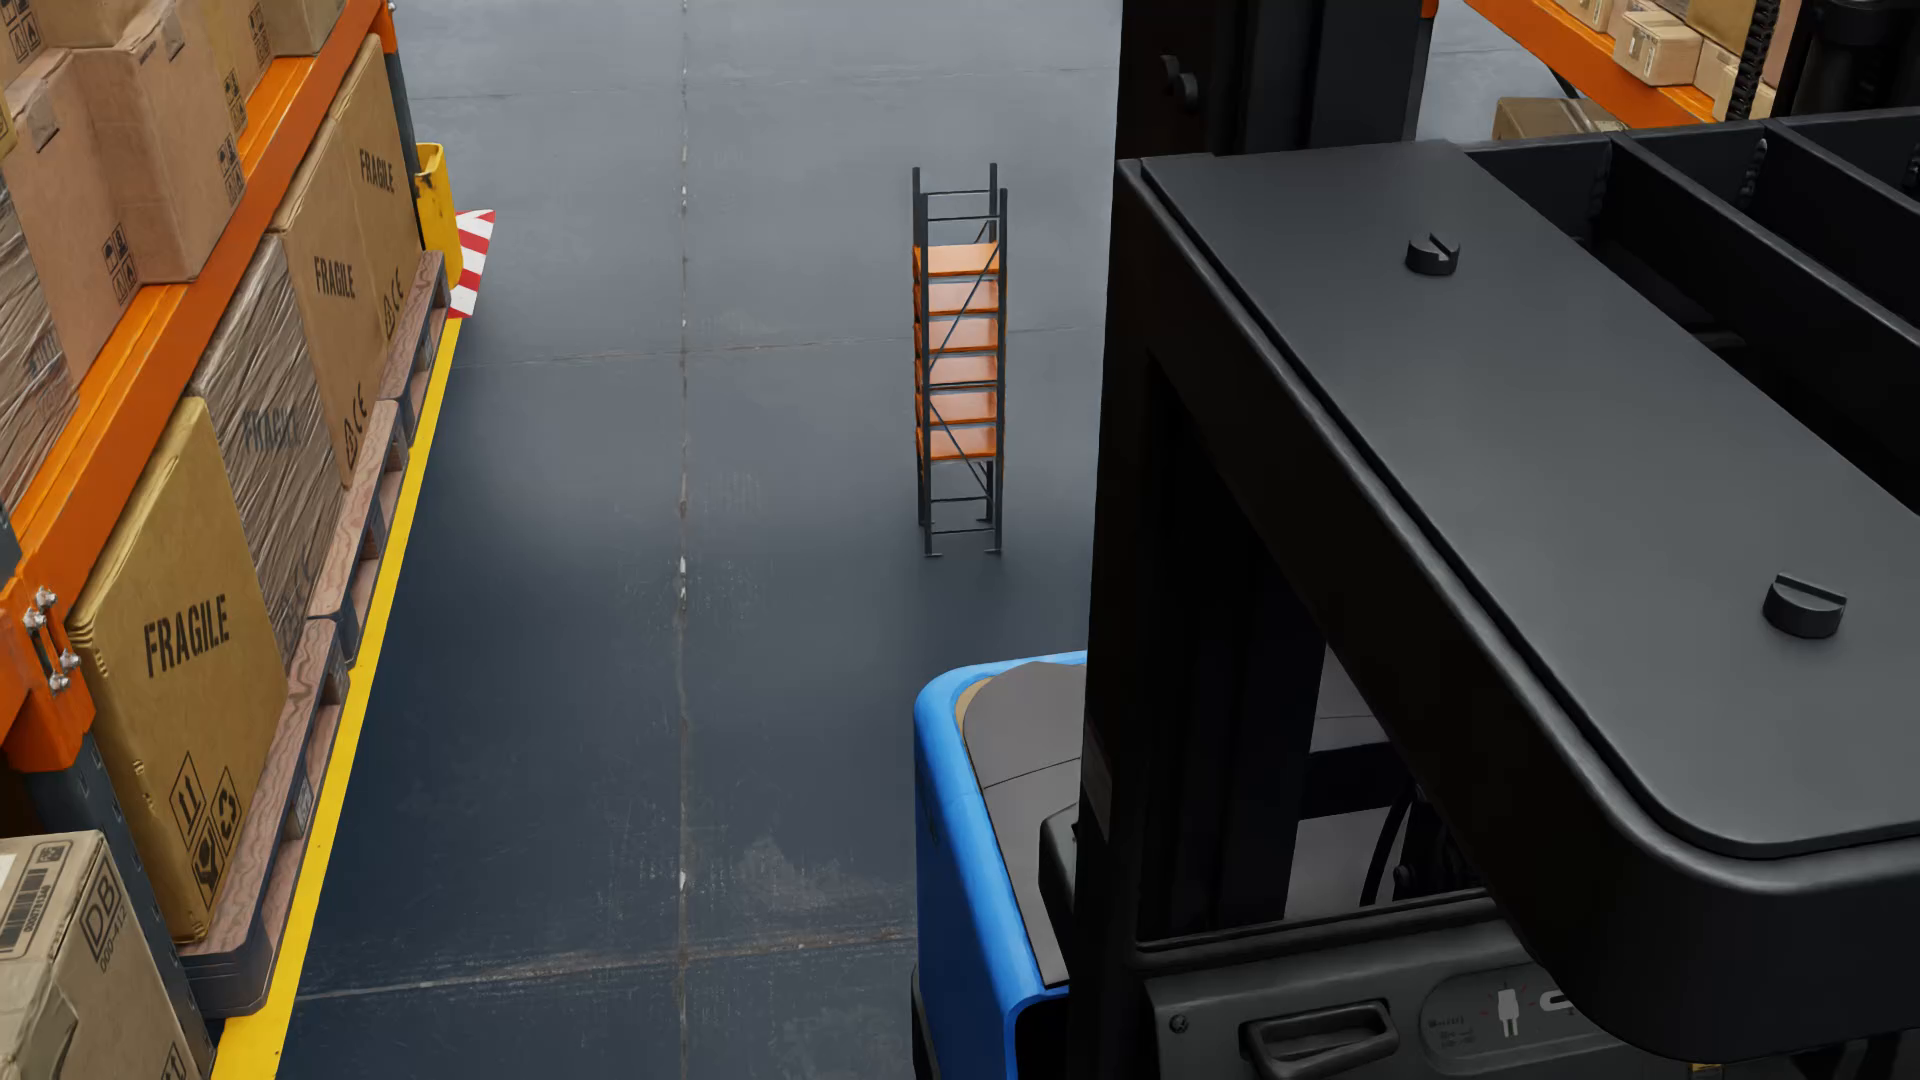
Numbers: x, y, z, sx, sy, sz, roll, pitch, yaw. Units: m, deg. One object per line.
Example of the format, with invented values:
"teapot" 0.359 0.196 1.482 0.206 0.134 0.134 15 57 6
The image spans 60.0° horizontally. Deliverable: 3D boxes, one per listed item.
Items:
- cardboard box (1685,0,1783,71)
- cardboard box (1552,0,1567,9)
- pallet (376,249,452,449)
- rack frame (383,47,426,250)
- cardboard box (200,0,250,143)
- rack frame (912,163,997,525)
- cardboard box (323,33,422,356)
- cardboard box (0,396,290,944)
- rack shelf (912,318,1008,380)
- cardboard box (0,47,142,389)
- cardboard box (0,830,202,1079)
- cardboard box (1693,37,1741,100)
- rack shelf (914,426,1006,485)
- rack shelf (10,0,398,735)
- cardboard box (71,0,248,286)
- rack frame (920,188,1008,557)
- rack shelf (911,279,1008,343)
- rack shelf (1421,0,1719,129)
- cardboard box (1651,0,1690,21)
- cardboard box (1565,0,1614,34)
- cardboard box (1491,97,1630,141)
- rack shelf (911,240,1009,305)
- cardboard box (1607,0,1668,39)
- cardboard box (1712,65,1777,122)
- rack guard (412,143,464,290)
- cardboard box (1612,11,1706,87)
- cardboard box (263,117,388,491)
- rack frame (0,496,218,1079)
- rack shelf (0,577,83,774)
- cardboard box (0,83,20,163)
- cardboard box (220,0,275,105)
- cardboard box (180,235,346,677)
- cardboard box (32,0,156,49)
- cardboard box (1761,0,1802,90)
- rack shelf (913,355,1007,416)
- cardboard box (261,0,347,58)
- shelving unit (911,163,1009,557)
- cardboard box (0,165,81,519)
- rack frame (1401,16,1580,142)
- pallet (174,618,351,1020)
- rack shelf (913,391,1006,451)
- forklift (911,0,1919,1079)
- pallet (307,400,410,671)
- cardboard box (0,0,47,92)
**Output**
"cardboard box" 2.604 -1.625 4.617 0.875 0.500 0.500 -4 35 -6
"cardboard box" 2.181 -1.901 5.599 0.380 0.149 0.250 -4 35 -6
"pallet" -2.452 -0.690 6.075 1.003 0.211 1.213 -4 35 -6
"rack frame" -2.638 -2.282 5.935 1.000 3.000 0.127 -4 35 -6
"cardboard box" -2.384 -1.221 4.244 0.875 0.550 0.500 -4 35 -6
"rack frame" -0.014 -0.555 4.999 0.240 1.200 0.006 -4 35 -6
"cardboard box" -2.481 -1.204 5.867 0.875 0.875 0.875 -4 34 -6
"cardboard box" -2.115 0.298 3.663 0.875 0.875 0.875 -4 34 -6
"rack shelf" -0.002 -0.566 4.881 0.258 0.103 0.180 -4 35 -6
"cardboard box" -2.257 -0.622 3.366 0.875 0.550 0.550 -4 35 -6
"cardboard box" -1.927 1.046 2.677 1.050 0.750 0.750 -5 35 -7
"cardboard box" 2.364 -1.347 4.786 0.380 0.149 0.250 -4 35 -6
"rack shelf" -0.002 -0.269 5.084 0.258 0.103 0.180 -4 35 -6
"rack shelf" -2.369 -0.869 4.500 1.077 0.370 4.000 -4 35 -6
"cardboard box" -2.213 -0.932 3.822 0.875 0.550 0.550 -4 35 -6
"rack frame" 0.010 -0.453 4.849 0.240 1.200 0.006 -4 35 -6
"rack shelf" -0.002 -0.665 4.814 0.258 0.103 0.180 -4 35 -6
"rack shelf" 2.560 -1.188 4.969 1.077 0.370 4.000 -4 35 -6
"cardboard box" 2.548 -1.904 5.028 0.875 0.500 0.500 -4 35 -6
"cardboard box" 2.207 -1.761 5.393 0.380 0.149 0.250 -4 35 -6
"cardboard box" 2.358 -1.392 6.476 0.500 0.500 0.500 2 34 2
"rack shelf" -0.002 -0.765 4.746 0.258 0.103 0.180 -4 35 -6
"cardboard box" 2.268 -1.624 5.192 0.380 0.149 0.250 -4 35 -6
"cardboard box" 2.322 -1.201 4.572 0.380 0.149 0.250 -4 35 -6
"rack guard" -2.641 -1.263 6.659 1.175 0.500 0.348 -4 35 -6
"cardboard box" 2.199 -1.476 4.976 0.380 0.149 0.250 -4 35 -6
"cardboard box" -2.360 -0.713 5.147 0.875 0.875 0.875 -5 35 -7
"rack frame" -2.100 -0.050 2.660 1.000 3.000 0.127 -4 35 -6
"rack shelf" -1.831 1.363 1.225 1.077 0.370 4.000 -4 35 -6
"cardboard box" -2.115 -0.767 2.619 0.875 0.550 0.550 -4 35 -6
"cardboard box" -2.496 -1.513 4.674 0.875 0.550 0.550 -4 35 -6
"cardboard box" -2.240 -0.205 4.400 0.875 0.875 0.875 -4 34 -6
"cardboard box" -2.241 -1.377 3.514 0.875 0.550 0.550 -4 35 -6
"cardboard box" 2.630 -1.342 4.203 0.875 0.500 0.500 -4 35 -6
"rack shelf" -0.002 -0.467 4.949 0.258 0.103 0.180 -4 35 -6
"cardboard box" -2.447 -1.835 5.146 0.875 0.550 0.550 -4 35 -6
"shelving unit" -0.002 -0.504 4.924 0.258 1.200 0.189 -4 35 -6
"cardboard box" -2.161 -0.317 2.918 0.875 0.550 0.550 -4 35 -6
"rack frame" 2.291 -2.601 6.404 1.000 3.000 0.127 -4 35 -6
"pallet" -2.124 0.672 4.077 1.003 0.211 1.213 -4 35 -6
"rack shelf" -0.002 -0.368 5.017 0.258 0.103 0.180 -4 35 -6
"forklift" 0.709 0.667 1.669 1.130 2.935 3.031 -7 35 -10
"pallet" -2.292 -0.010 5.078 1.003 0.211 1.213 -4 35 -6
"cardboard box" -2.304 -1.065 3.057 0.875 0.550 0.550 -4 35 -6
